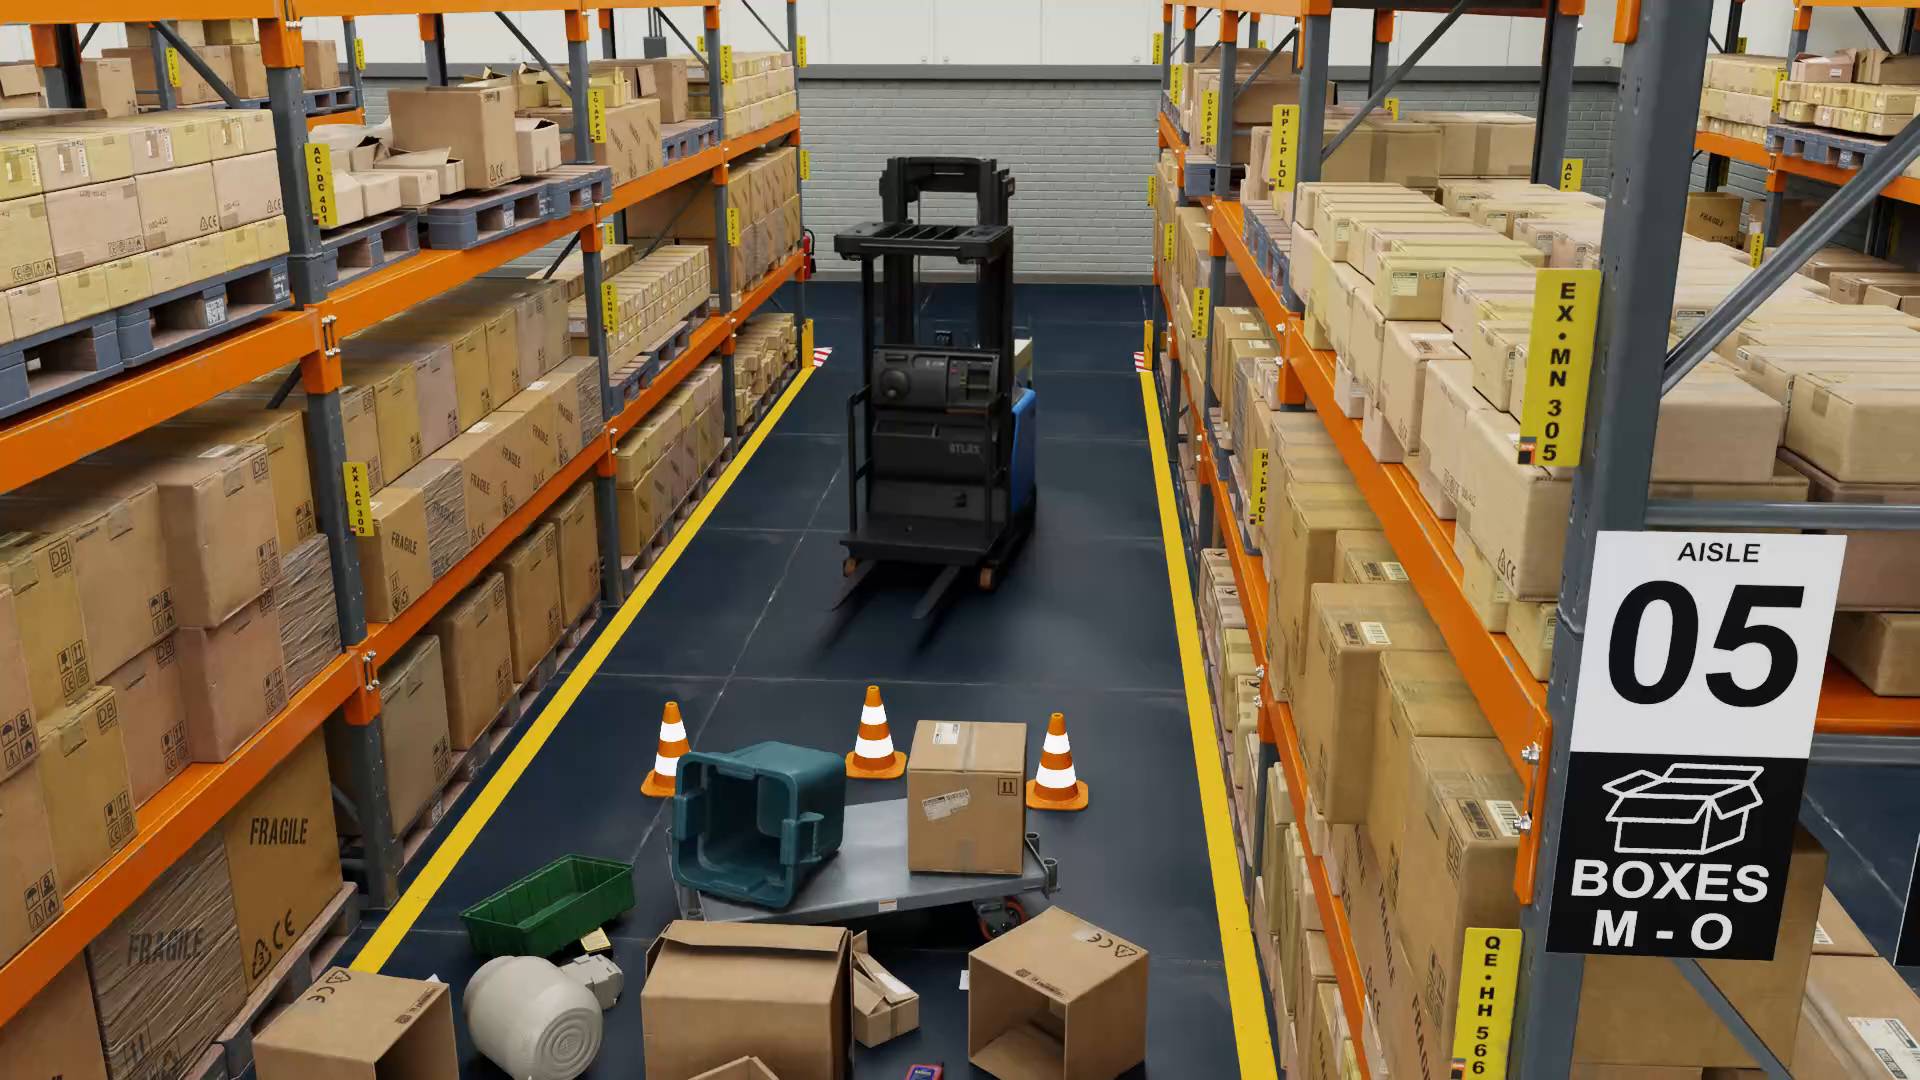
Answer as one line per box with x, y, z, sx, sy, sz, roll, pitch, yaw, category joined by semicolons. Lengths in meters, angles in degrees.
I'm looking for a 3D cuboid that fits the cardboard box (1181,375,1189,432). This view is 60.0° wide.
2.542;-1.316;15.561;0.875;0.438;0.875;1;18;3;cardboard box

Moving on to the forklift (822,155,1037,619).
-0.223;-1.160;11.757;1.130;2.935;3.031;4;19;13;forklift

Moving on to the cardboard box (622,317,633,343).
-2.573;-1.512;11.972;0.380;0.149;0.250;1;18;2;cardboard box

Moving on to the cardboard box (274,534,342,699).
-3.142;0.308;6.925;0.875;0.550;0.550;1;18;4;cardboard box

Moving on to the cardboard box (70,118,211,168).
-2.873;-1.390;5.820;0.380;0.149;0.250;1;18;4;cardboard box

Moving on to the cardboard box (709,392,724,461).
-2.356;-0.996;14.487;0.500;0.500;0.500;1;18;3;cardboard box

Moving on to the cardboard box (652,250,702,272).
-2.407;-2.371;14.114;0.380;0.149;0.250;1;18;2;cardboard box

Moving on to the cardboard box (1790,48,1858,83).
6.971;-3.837;13.424;0.396;0.266;0.258;1;18;3;cardboard box

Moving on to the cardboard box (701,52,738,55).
-2.554;-5.069;17.557;0.380;0.149;0.250;2;18;6;cardboard box

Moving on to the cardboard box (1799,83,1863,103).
6.934;-3.559;13.239;0.380;0.149;0.250;2;18;5;cardboard box

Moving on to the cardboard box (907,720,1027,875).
0.039;1.141;7.422;0.500;0.500;0.500;1;18;4;cardboard box

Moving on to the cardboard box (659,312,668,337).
-2.495;-1.685;12.978;0.380;0.149;0.250;1;18;2;cardboard box

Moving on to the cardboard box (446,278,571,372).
-2.883;-1.361;10.494;0.700;0.500;0.500;1;18;4;cardboard box

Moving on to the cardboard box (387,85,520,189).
-2.687;-2.152;8.860;0.500;0.500;0.500;1;18;4;cardboard box

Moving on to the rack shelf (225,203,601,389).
-2.985;-1.440;8.839;1.077;0.370;4.000;1;18;4;rack shelf

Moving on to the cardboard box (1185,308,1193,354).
1.934;-1.540;12.244;0.500;0.250;0.500;1;18;2;cardboard box

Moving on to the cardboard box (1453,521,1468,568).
1.315;0.003;3.683;0.380;0.149;0.250;2;18;6;cardboard box

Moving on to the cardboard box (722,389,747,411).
-2.209;-1.312;15.536;0.380;0.149;0.250;2;18;6;cardboard box

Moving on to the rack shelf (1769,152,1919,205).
7.198;-2.494;12.055;1.077;0.370;4.000;1;18;4;rack shelf

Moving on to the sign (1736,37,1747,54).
8.180;-5.101;17.435;0.100;0.325;0.005;1;18;4;sign

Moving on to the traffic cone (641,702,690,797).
-1.526;1.087;8.862;0.336;0.463;0.334;1;18;4;traffic cone

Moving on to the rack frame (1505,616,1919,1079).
1.530;1.586;3.266;1.000;3.000;0.127;1;18;4;rack frame

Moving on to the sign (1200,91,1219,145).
1.550;-2.622;10.334;0.100;0.325;0.005;1;18;4;sign

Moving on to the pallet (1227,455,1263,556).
2.002;-0.192;9.000;1.003;0.211;1.213;1;18;4;pallet

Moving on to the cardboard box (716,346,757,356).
-2.242;-1.859;16.728;0.380;0.149;0.250;1;18;2;cardboard box

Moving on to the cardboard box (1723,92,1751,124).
7.153;-3.844;14.783;0.500;0.250;0.500;1;18;2;cardboard box

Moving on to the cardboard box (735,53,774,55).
-2.131;-4.980;17.284;0.380;0.149;0.250;1;18;2;cardboard box

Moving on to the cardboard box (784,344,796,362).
-2.015;-2.057;18.288;0.380;0.149;0.250;2;18;6;cardboard box

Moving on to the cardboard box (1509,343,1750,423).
1.316;-0.290;3.296;0.380;0.149;0.250;2;18;5;cardboard box

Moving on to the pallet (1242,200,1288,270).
2.038;-1.504;8.181;1.213;0.211;1.003;1;18;4;pallet

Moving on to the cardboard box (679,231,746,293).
-2.268;-2.557;15.272;0.500;0.500;0.500;1;18;3;cardboard box

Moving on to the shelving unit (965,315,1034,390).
0.321;-1.049;13.716;0.431;1.500;0.755;4;19;13;shelving unit

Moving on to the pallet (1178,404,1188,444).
2.523;-1.050;15.790;1.003;0.211;1.213;1;18;4;pallet

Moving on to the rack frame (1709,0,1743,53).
7.628;-6.125;17.163;1.000;3.000;0.127;1;18;4;rack frame

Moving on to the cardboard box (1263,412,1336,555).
1.569;-0.189;6.438;0.700;0.500;0.500;1;18;3;cardboard box

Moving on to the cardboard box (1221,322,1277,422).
1.810;-0.991;9.816;0.500;0.500;0.500;2;18;7;cardboard box

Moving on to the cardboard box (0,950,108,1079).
-3.371;1.831;5.254;0.875;0.875;0.875;1;18;3;cardboard box

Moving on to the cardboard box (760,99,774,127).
-2.133;-4.192;16.321;0.500;0.250;0.500;2;18;6;cardboard box

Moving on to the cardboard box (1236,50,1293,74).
2.642;-4.039;14.620;0.500;0.500;0.500;2;18;5;cardboard box

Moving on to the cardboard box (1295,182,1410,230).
1.468;-1.251;6.229;0.380;0.149;0.250;1;18;3;cardboard box

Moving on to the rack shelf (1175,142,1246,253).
2.247;-2.604;12.389;1.077;0.370;4.000;1;18;4;rack shelf

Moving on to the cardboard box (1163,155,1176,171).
2.294;-3.867;17.099;0.380;0.149;0.250;1;18;2;cardboard box

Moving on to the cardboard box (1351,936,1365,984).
1.365;1.185;4.891;0.380;0.149;0.250;1;18;3;cardboard box

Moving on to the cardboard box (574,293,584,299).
-3.152;-1.844;12.984;0.380;0.149;0.250;1;18;3;cardboard box

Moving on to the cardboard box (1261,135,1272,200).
2.022;-1.899;8.918;0.797;0.503;0.637;1;18;4;cardboard box

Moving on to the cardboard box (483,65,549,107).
-3.050;-3.106;11.377;0.396;0.266;0.258;1;18;4;cardboard box

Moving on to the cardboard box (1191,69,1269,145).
1.940;-3.125;11.991;0.500;0.500;0.500;1;18;4;cardboard box

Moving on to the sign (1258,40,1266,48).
3.217;-5.176;17.789;0.100;0.325;0.005;1;18;4;sign

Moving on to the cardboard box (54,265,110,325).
-2.925;-0.773;5.215;0.380;0.149;0.250;1;18;3;cardboard box

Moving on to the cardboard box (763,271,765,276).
-2.192;-2.755;16.916;0.380;0.149;0.250;2;18;5;cardboard box

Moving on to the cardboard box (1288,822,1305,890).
1.401;1.160;6.060;0.380;0.149;0.250;2;18;6;cardboard box

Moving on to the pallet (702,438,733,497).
-2.609;-0.653;14.578;1.003;0.211;1.213;1;18;4;pallet

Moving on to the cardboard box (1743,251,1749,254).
7.714;-2.565;15.698;0.500;0.250;0.500;2;18;5;cardboard box

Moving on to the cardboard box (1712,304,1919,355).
1.933;-0.436;3.742;0.380;0.149;0.250;1;18;4;cardboard box

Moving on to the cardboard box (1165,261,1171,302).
2.200;-2.498;15.570;0.500;0.500;0.500;1;18;3;cardboard box
